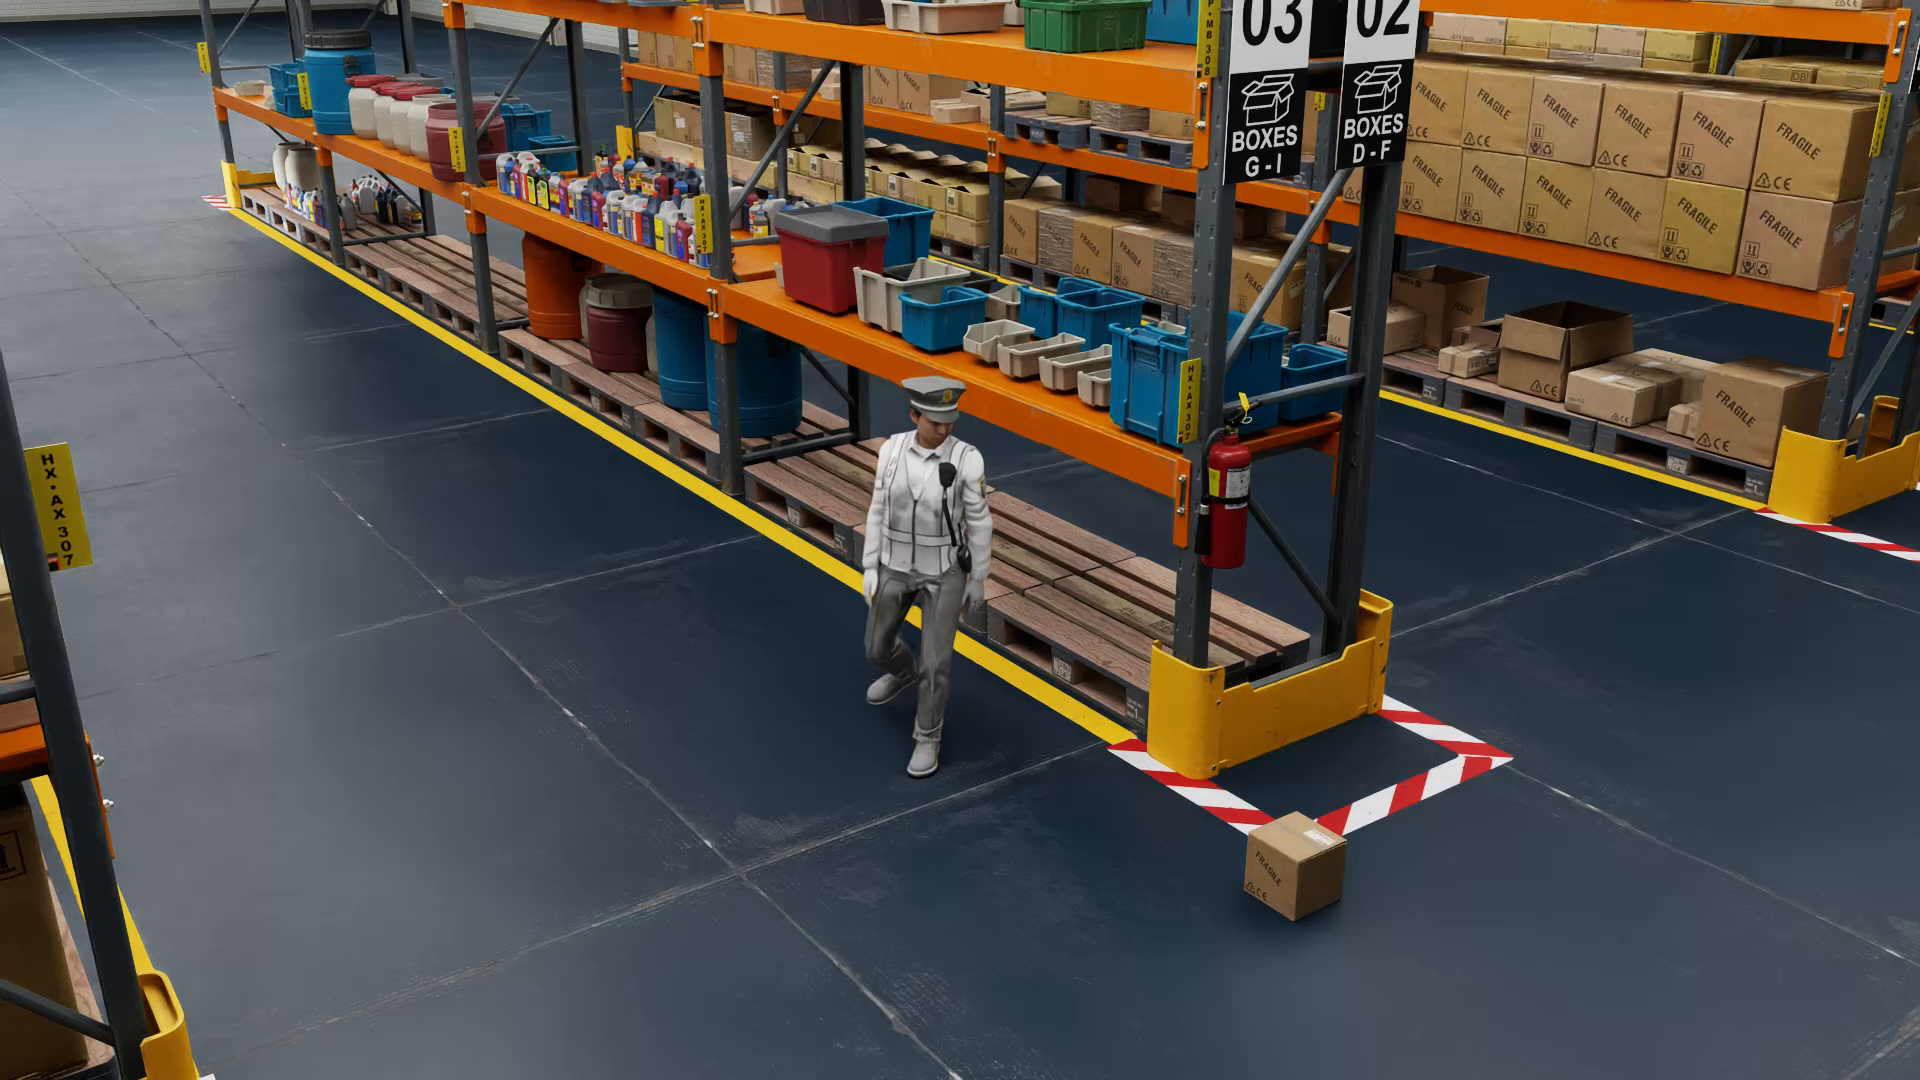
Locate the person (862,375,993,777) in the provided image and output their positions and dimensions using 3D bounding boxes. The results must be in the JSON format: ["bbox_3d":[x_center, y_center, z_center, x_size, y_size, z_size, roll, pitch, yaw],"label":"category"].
[{"bbox_3d":[-0.162,0.102,6.813,0.631,1.660,0.584,7,22,16],"label":"person"}]
